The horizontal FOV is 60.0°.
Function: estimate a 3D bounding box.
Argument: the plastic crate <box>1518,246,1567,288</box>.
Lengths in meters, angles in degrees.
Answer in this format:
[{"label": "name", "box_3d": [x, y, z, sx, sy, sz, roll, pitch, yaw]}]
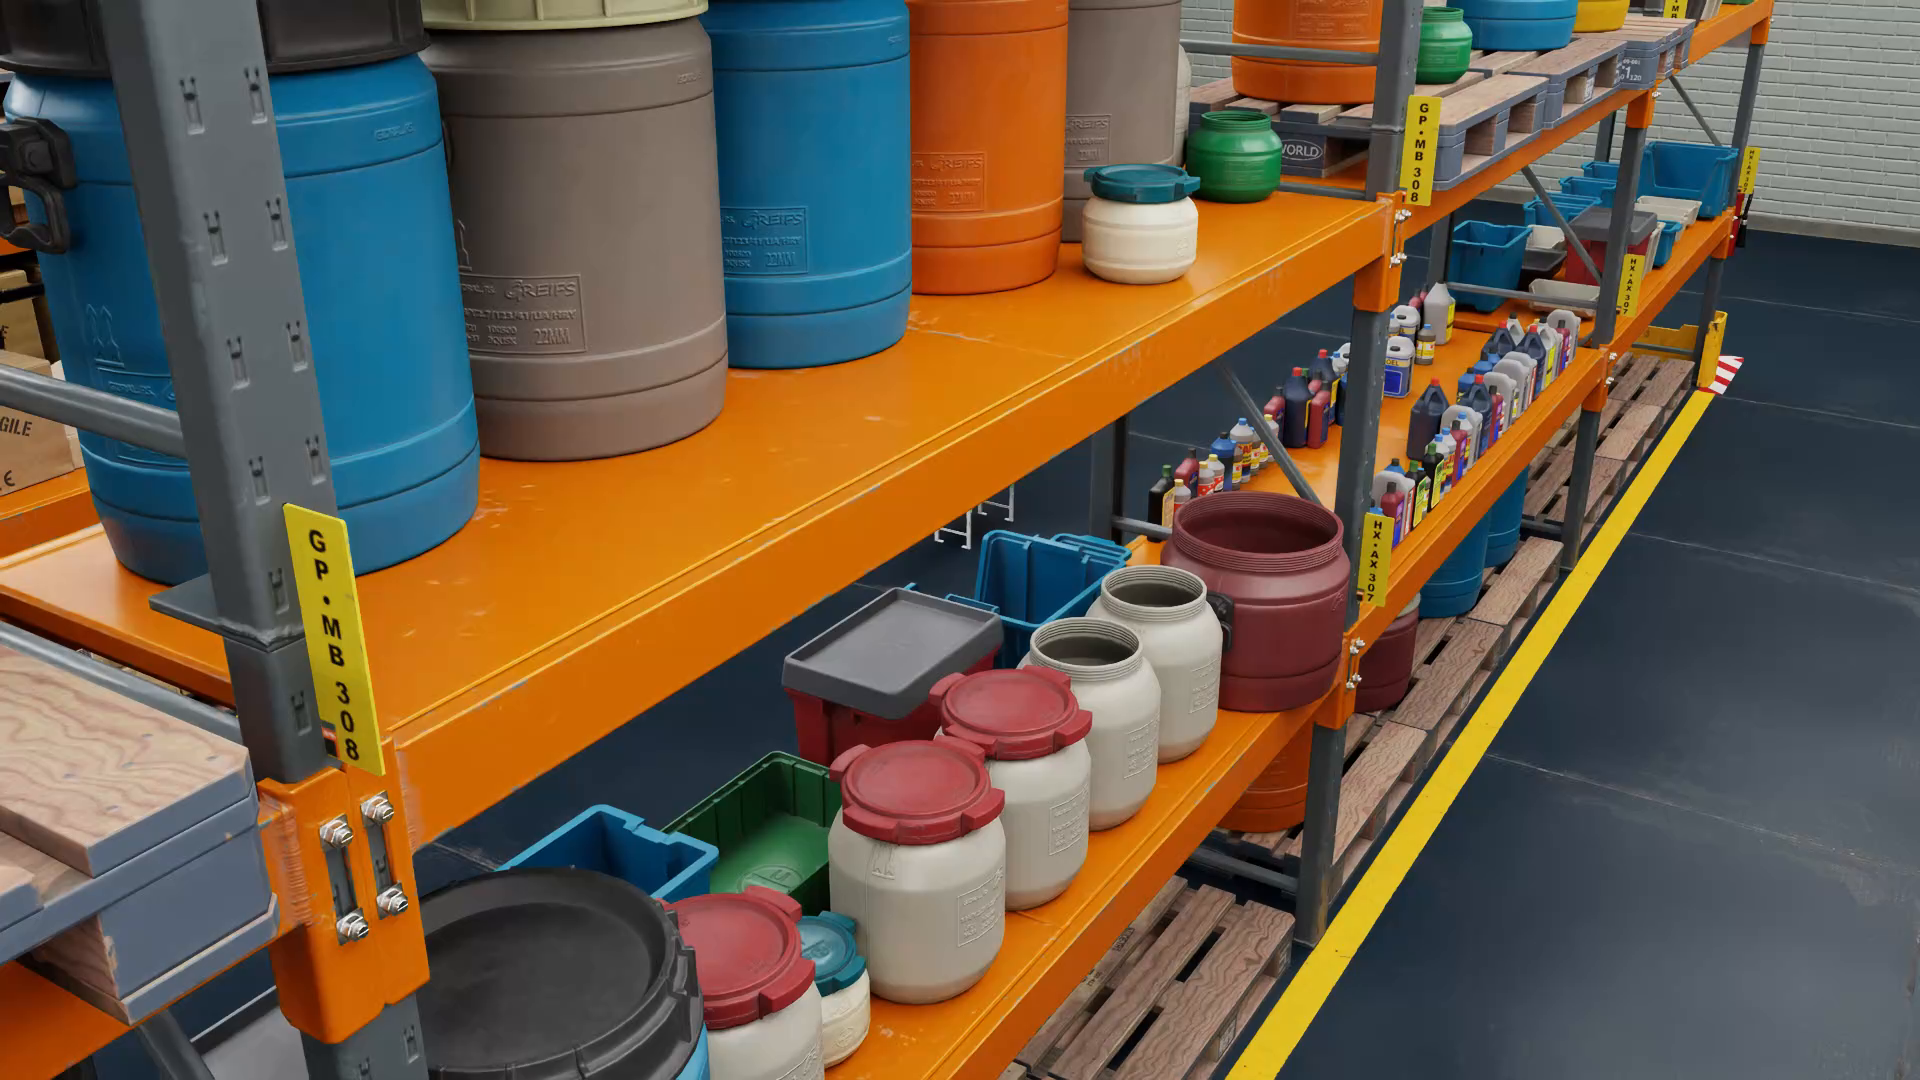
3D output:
[{"label": "plastic crate", "box_3d": [3.402, -1.655, 10.069, 0.437, 0.125, 0.590, 14, 27, 29]}]

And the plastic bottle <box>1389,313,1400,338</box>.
[{"label": "plastic bottle", "box_3d": [2.194, -1.028, 8.510, 0.097, 0.271, 0.097, 0, 23, 0]}]

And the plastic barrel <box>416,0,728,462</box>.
[{"label": "plastic barrel", "box_3d": [-0.751, -0.664, 3.102, 0.600, 0.901, 0.600, 0, 23, 0]}]

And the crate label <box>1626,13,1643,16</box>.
[{"label": "crate label", "box_3d": [3.543, -2.680, 8.721, 0.293, 0.136, 0.466, 14, 27, 29]}]

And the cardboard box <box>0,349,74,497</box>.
[{"label": "cardboard box", "box_3d": [-4.148, -0.485, 6.970, 0.500, 0.500, 0.500, 12, 26, 26]}]

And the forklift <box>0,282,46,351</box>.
[{"label": "forklift", "box_3d": [-5.106, -1.531, 9.597, 1.130, 2.935, 3.031, 13, 27, 28]}]

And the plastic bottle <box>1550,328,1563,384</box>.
[{"label": "plastic bottle", "box_3d": [2.914, -0.939, 8.299, 0.152, 0.276, 0.135, 14, 27, 29]}]

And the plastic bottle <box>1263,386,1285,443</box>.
[{"label": "plastic bottle", "box_3d": [1.383, -0.528, 7.341, 0.061, 0.283, 0.133, 14, 27, 29]}]

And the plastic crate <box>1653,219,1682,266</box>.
[{"label": "plastic crate", "box_3d": [4.284, -1.874, 10.438, 0.416, 0.233, 0.300, 14, 27, 29]}]

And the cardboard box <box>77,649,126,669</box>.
[{"label": "cardboard box", "box_3d": [-3.881, 0.377, 7.329, 0.500, 0.311, 0.500, 14, 27, 29]}]

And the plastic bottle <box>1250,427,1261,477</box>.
[{"label": "plastic bottle", "box_3d": [1.235, -0.382, 7.107, 0.097, 0.201, 0.097, 0, 23, 0]}]

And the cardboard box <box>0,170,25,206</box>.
[{"label": "cardboard box", "box_3d": [-6.729, -2.523, 11.276, 0.500, 0.500, 0.500, 15, 28, 31]}]

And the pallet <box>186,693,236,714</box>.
[{"label": "pallet", "box_3d": [-3.744, 0.540, 8.237, 1.003, 0.211, 1.213, 14, 27, 29]}]

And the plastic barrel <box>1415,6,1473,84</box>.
[{"label": "plastic barrel", "box_3d": [1.684, -1.777, 5.971, 0.294, 0.245, 0.294, 0, 23, 0]}]

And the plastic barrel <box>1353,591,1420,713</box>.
[{"label": "plastic barrel", "box_3d": [1.769, 0.394, 7.571, 0.600, 0.588, 0.708, 14, 27, 29]}]

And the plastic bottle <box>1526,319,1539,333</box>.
[{"label": "plastic bottle", "box_3d": [2.991, -1.048, 8.645, 0.097, 0.201, 0.097, 0, 23, 0]}]

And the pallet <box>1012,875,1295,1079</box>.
[{"label": "pallet", "box_3d": [0.488, 1.563, 5.874, 1.003, 0.211, 1.213, 14, 27, 29]}]

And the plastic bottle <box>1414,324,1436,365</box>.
[{"label": "plastic bottle", "box_3d": [2.395, -1.009, 8.555, 0.097, 0.201, 0.097, 0, 23, 0]}]

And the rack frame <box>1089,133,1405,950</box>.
[{"label": "rack frame", "box_3d": [0.930, 0.030, 5.905, 1.000, 3.000, 0.127, 14, 27, 29]}]

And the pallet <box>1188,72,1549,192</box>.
[{"label": "pallet", "box_3d": [1.416, -1.497, 5.895, 1.003, 0.211, 1.213, 14, 27, 29]}]

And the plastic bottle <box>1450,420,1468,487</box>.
[{"label": "plastic bottle", "box_3d": [2.081, -0.375, 6.988, 0.061, 0.283, 0.133, 14, 27, 29]}]

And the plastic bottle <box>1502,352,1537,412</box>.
[{"label": "plastic bottle", "box_3d": [2.648, -0.769, 7.906, 0.152, 0.276, 0.135, 14, 27, 29]}]

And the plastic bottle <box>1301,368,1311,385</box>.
[{"label": "plastic bottle", "box_3d": [1.551, -0.635, 7.589, 0.061, 0.283, 0.133, 14, 27, 29]}]

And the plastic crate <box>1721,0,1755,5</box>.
[{"label": "plastic crate", "box_3d": [4.872, -3.557, 10.681, 0.450, 0.188, 0.336, 14, 27, 29]}]

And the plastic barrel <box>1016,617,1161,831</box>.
[{"label": "plastic barrel", "box_3d": [0.346, 0.513, 4.649, 0.421, 0.512, 0.421, 0, 23, 0]}]

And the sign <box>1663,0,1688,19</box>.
[{"label": "sign", "box_3d": [3.506, -2.585, 8.158, 0.100, 0.325, 0.005, 14, 27, 29]}]

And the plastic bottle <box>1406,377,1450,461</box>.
[{"label": "plastic bottle", "box_3d": [2.051, -0.533, 7.268, 0.144, 0.351, 0.185, 14, 27, 29]}]

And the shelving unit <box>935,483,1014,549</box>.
[{"label": "shelving unit", "box_3d": [0.087, -0.606, 9.641, 0.258, 1.200, 0.503, 14, 27, 29]}]

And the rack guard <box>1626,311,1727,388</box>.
[{"label": "rack guard", "box_3d": [5.151, -1.534, 12.664, 1.175, 0.500, 0.348, 14, 27, 29]}]

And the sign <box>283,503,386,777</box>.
[{"label": "sign", "box_3d": [-0.719, 0.118, 1.914, 0.100, 0.325, 0.005, 14, 27, 29]}]

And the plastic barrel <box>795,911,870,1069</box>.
[{"label": "plastic barrel", "box_3d": [-0.352, 1.029, 3.771, 0.301, 0.262, 0.301, 0, 23, 0]}]

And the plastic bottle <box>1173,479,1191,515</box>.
[{"label": "plastic bottle", "box_3d": [0.857, -0.140, 6.547, 0.097, 0.201, 0.097, 0, 23, 0]}]

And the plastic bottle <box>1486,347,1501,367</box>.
[{"label": "plastic bottle", "box_3d": [2.532, -0.786, 7.953, 0.097, 0.271, 0.097, 0, 23, 0]}]

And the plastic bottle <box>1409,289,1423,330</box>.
[{"label": "plastic bottle", "box_3d": [2.413, -1.187, 8.863, 0.061, 0.283, 0.133, 14, 27, 29]}]

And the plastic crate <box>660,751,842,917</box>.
[{"label": "plastic crate", "box_3d": [-0.501, 0.830, 4.323, 0.450, 0.188, 0.662, 14, 27, 29]}]

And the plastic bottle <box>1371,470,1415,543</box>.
[{"label": "plastic bottle", "box_3d": [1.677, -0.147, 6.471, 0.152, 0.276, 0.135, 14, 27, 29]}]

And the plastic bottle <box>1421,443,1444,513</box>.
[{"label": "plastic bottle", "box_3d": [1.908, -0.264, 6.732, 0.061, 0.283, 0.133, 14, 27, 29]}]

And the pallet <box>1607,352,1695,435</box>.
[{"label": "pallet", "box_3d": [4.682, -1.120, 12.072, 1.003, 0.211, 1.213, 14, 27, 29]}]

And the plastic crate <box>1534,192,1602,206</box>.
[{"label": "plastic crate", "box_3d": [4.045, -2.162, 11.104, 0.416, 0.233, 0.300, 14, 27, 29]}]

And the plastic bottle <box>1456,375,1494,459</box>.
[{"label": "plastic bottle", "box_3d": [2.252, -0.547, 7.299, 0.144, 0.351, 0.185, 14, 27, 29]}]

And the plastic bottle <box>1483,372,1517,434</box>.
[{"label": "plastic bottle", "box_3d": [2.454, -0.645, 7.621, 0.152, 0.276, 0.135, 14, 27, 29]}]

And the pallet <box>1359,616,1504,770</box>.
[{"label": "pallet", "box_3d": [1.954, 0.625, 8.041, 1.003, 0.211, 1.213, 14, 27, 29]}]

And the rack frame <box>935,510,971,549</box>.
[{"label": "rack frame", "box_3d": [-0.041, -0.524, 9.450, 0.240, 1.200, 0.015, 14, 27, 29]}]

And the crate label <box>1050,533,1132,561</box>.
[{"label": "crate label", "box_3d": [0.389, 0.171, 5.791, 0.303, 0.233, 0.416, 14, 27, 29]}]

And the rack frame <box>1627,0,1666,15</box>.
[{"label": "rack frame", "box_3d": [3.040, -4.073, 7.832, 1.000, 3.000, 0.127, 14, 27, 29]}]

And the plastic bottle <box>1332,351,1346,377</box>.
[{"label": "plastic bottle", "box_3d": [1.777, -0.760, 7.893, 0.097, 0.271, 0.097, 0, 23, 0]}]

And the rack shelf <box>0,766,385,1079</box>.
[{"label": "rack shelf", "box_3d": [-2.235, 1.009, 0.774, 1.077, 0.370, 4.000, 14, 27, 29]}]

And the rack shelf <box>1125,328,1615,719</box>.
[{"label": "rack shelf", "box_3d": [1.985, -0.315, 7.607, 1.077, 0.370, 4.000, 14, 27, 29]}]

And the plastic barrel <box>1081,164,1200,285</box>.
[{"label": "plastic barrel", "box_3d": [0.457, -0.805, 4.232, 0.301, 0.262, 0.301, 0, 23, 0]}]

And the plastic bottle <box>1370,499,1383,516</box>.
[{"label": "plastic bottle", "box_3d": [1.517, -0.023, 6.188, 0.097, 0.271, 0.097, 0, 23, 0]}]

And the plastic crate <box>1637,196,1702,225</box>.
[{"label": "plastic crate", "box_3d": [4.873, -2.263, 11.459, 0.396, 0.136, 0.243, 14, 27, 29]}]

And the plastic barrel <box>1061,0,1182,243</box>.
[{"label": "plastic barrel", "box_3d": [0.312, -1.345, 4.674, 0.600, 0.901, 0.600, 0, 23, 0]}]

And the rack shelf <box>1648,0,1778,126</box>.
[{"label": "rack shelf", "box_3d": [4.095, -3.041, 10.130, 1.077, 0.370, 4.000, 14, 27, 29]}]

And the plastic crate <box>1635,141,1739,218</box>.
[{"label": "plastic crate", "box_3d": [5.132, -2.562, 11.772, 0.616, 0.435, 0.499, 14, 27, 29]}]

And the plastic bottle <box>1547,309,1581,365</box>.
[{"label": "plastic bottle", "box_3d": [3.106, -1.062, 8.584, 0.152, 0.276, 0.135, 14, 27, 29]}]

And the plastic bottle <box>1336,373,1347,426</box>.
[{"label": "plastic bottle", "box_3d": [1.796, -0.664, 7.671, 0.097, 0.271, 0.097, 0, 23, 0]}]

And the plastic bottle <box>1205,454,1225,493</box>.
[{"label": "plastic bottle", "box_3d": [1.030, -0.251, 6.803, 0.097, 0.201, 0.097, 0, 23, 0]}]

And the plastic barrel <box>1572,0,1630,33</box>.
[{"label": "plastic barrel", "box_3d": [2.731, -2.625, 7.497, 0.600, 0.588, 0.600, 0, 23, 0]}]
